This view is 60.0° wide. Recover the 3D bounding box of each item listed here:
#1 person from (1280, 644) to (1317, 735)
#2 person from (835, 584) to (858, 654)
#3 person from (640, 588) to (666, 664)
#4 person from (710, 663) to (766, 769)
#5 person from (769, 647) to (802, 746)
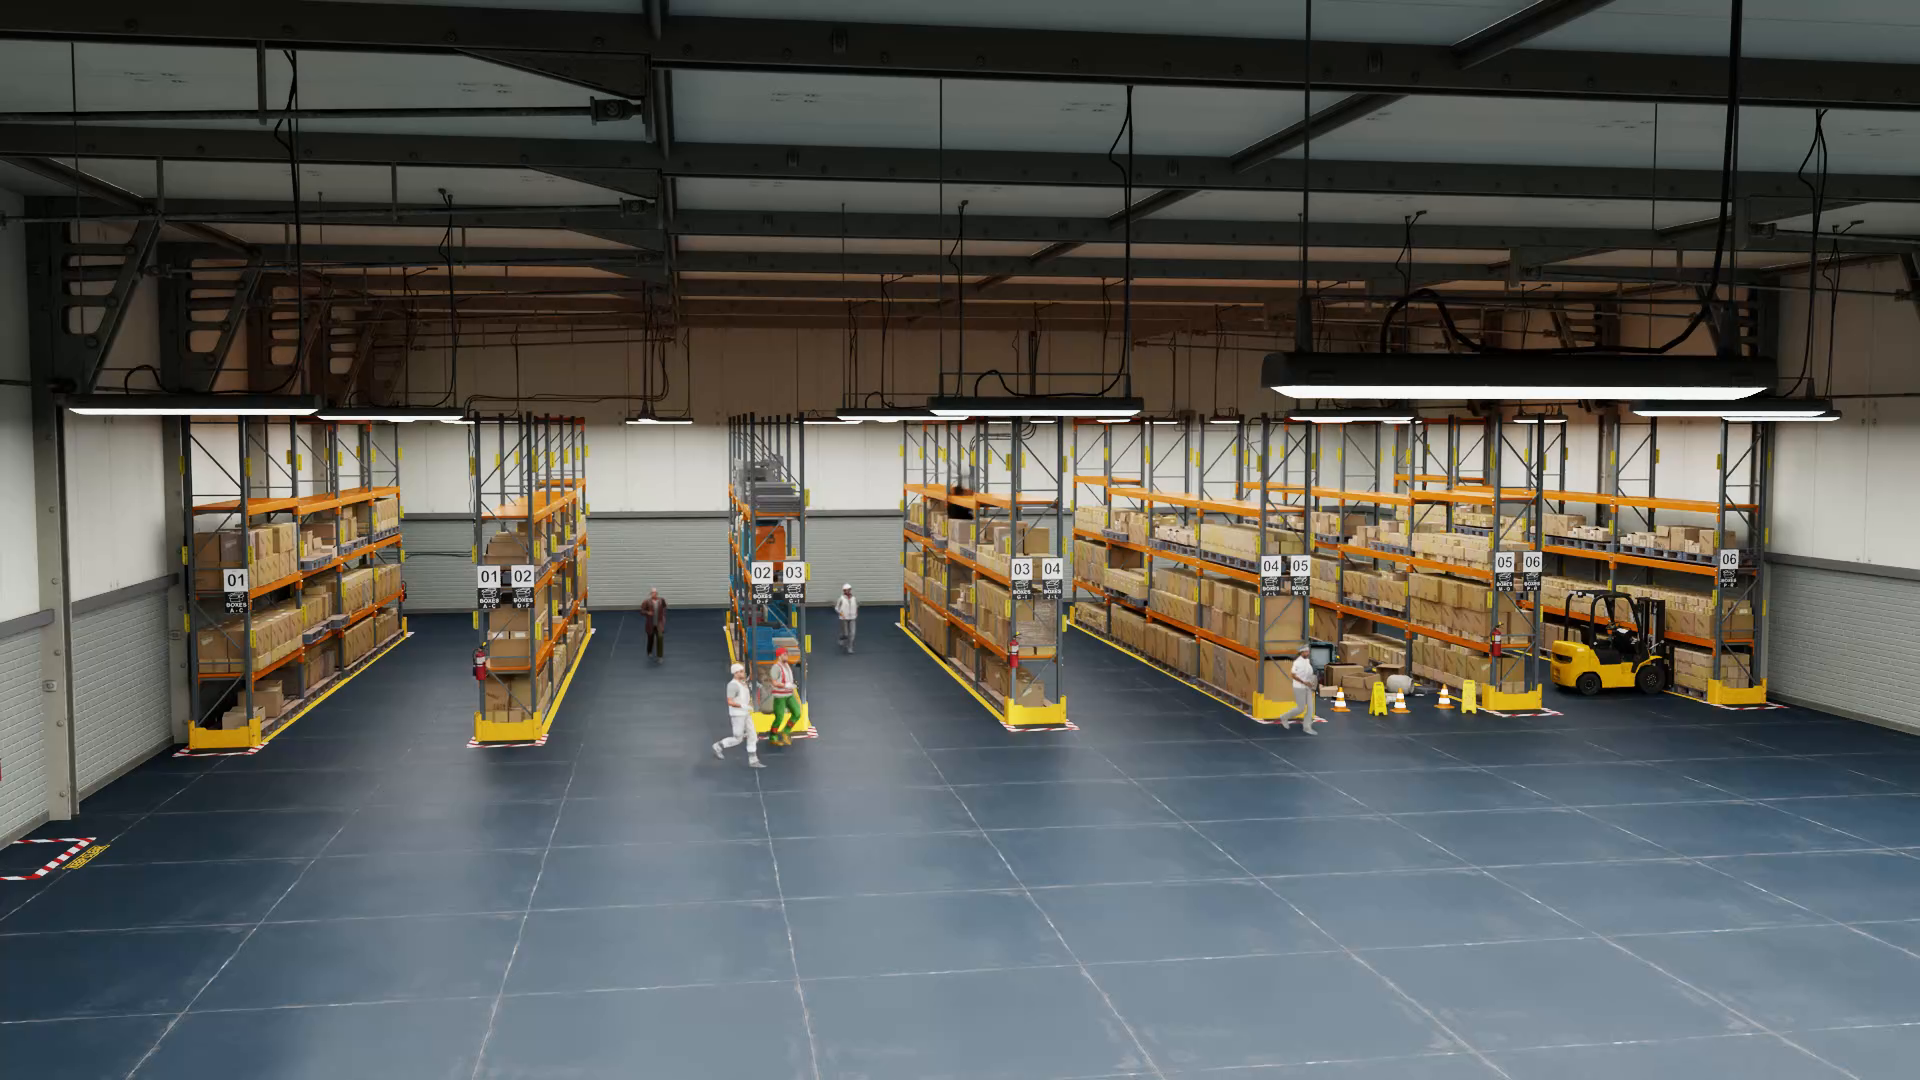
[{"bbox_3d":[6.360,2.766,31.181,0.679,1.685,0.603,3,5,39],"label":"person"},{"bbox_3d":[-2.851,1.990,42.189,0.659,1.741,0.765,-2,4,-24],"label":"person"},{"bbox_3d":[-7.462,2.065,40.541,0.663,1.805,1.001,-1,4,-18],"label":"person"},{"bbox_3d":[-3.708,2.947,27.882,0.962,1.775,0.667,1,4,15],"label":"person"},{"bbox_3d":[-3.132,2.802,29.779,0.650,1.762,0.678,3,5,33],"label":"person"}]
